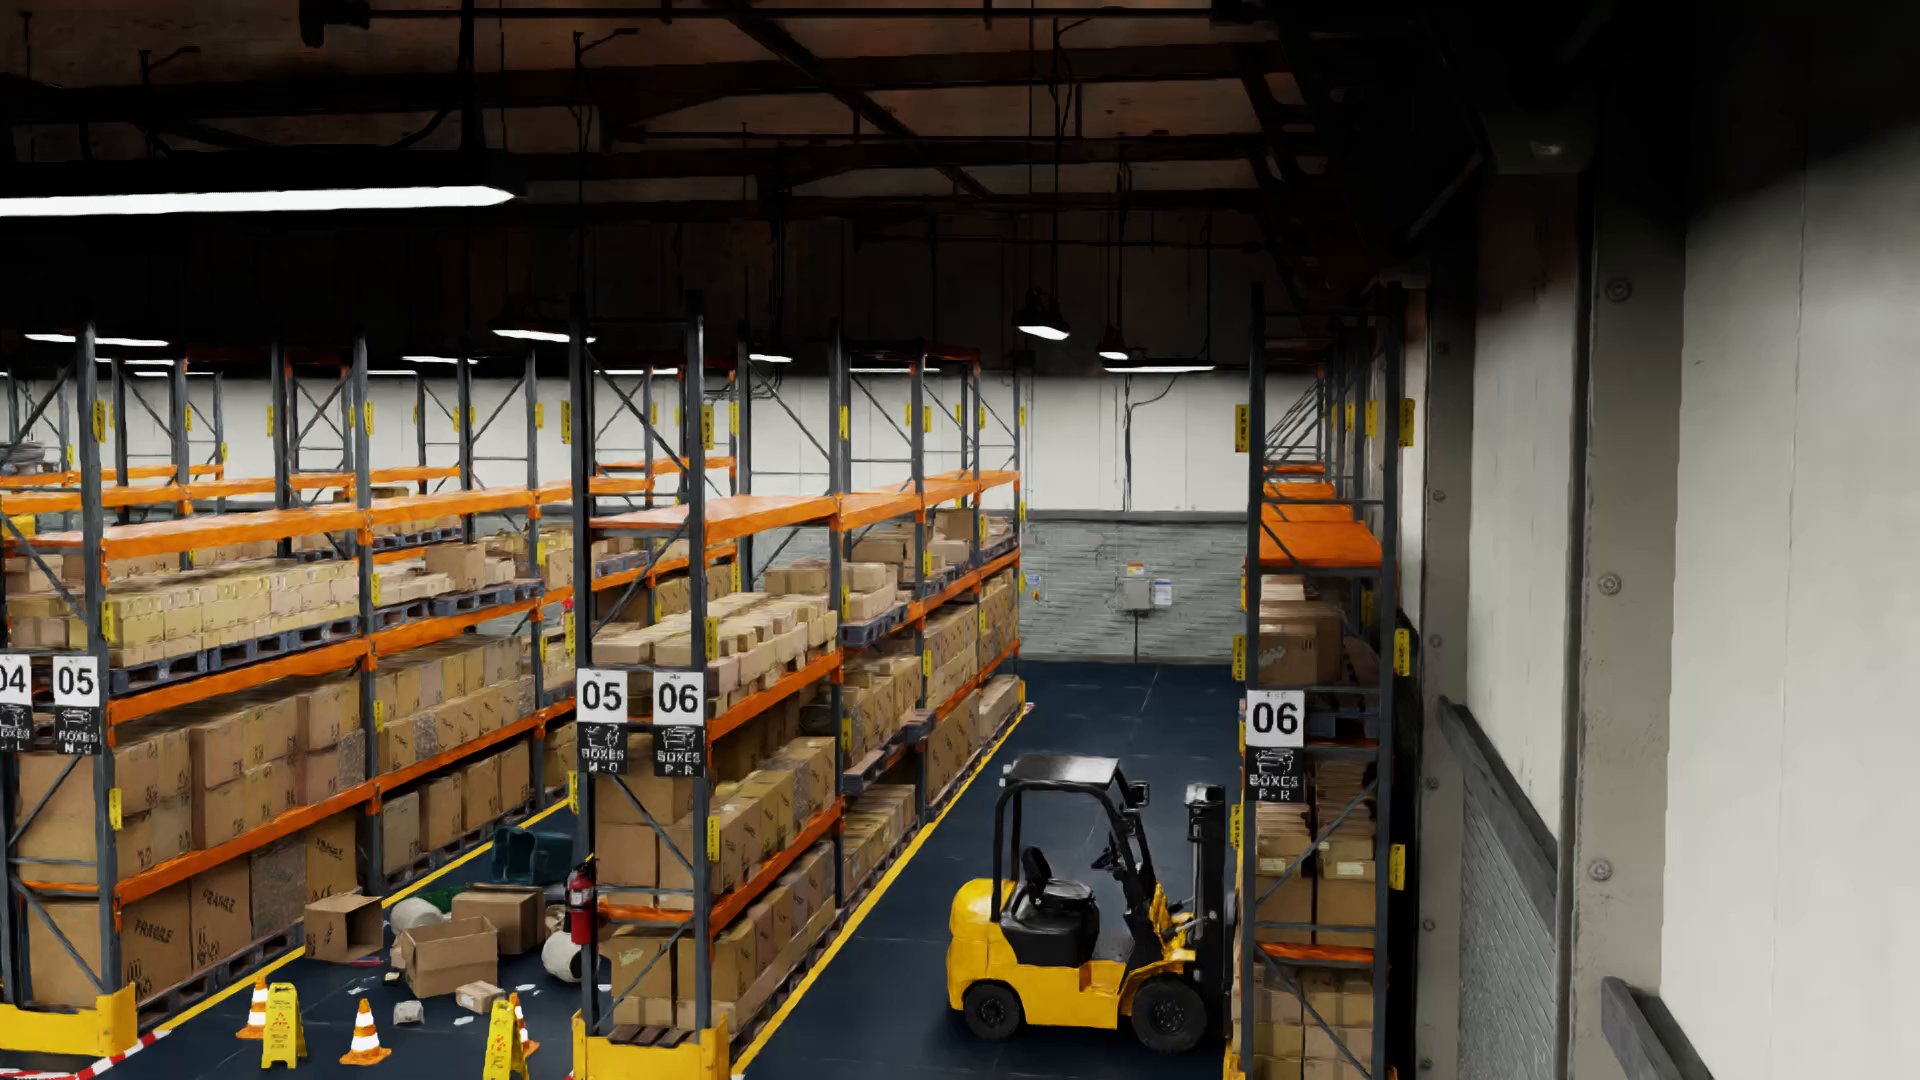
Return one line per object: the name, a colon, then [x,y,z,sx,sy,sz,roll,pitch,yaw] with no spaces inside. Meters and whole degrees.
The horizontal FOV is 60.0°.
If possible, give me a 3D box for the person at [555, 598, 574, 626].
person: [-7.029,1.892,29.924,0.553,1.706,1.123,1,5,13]
